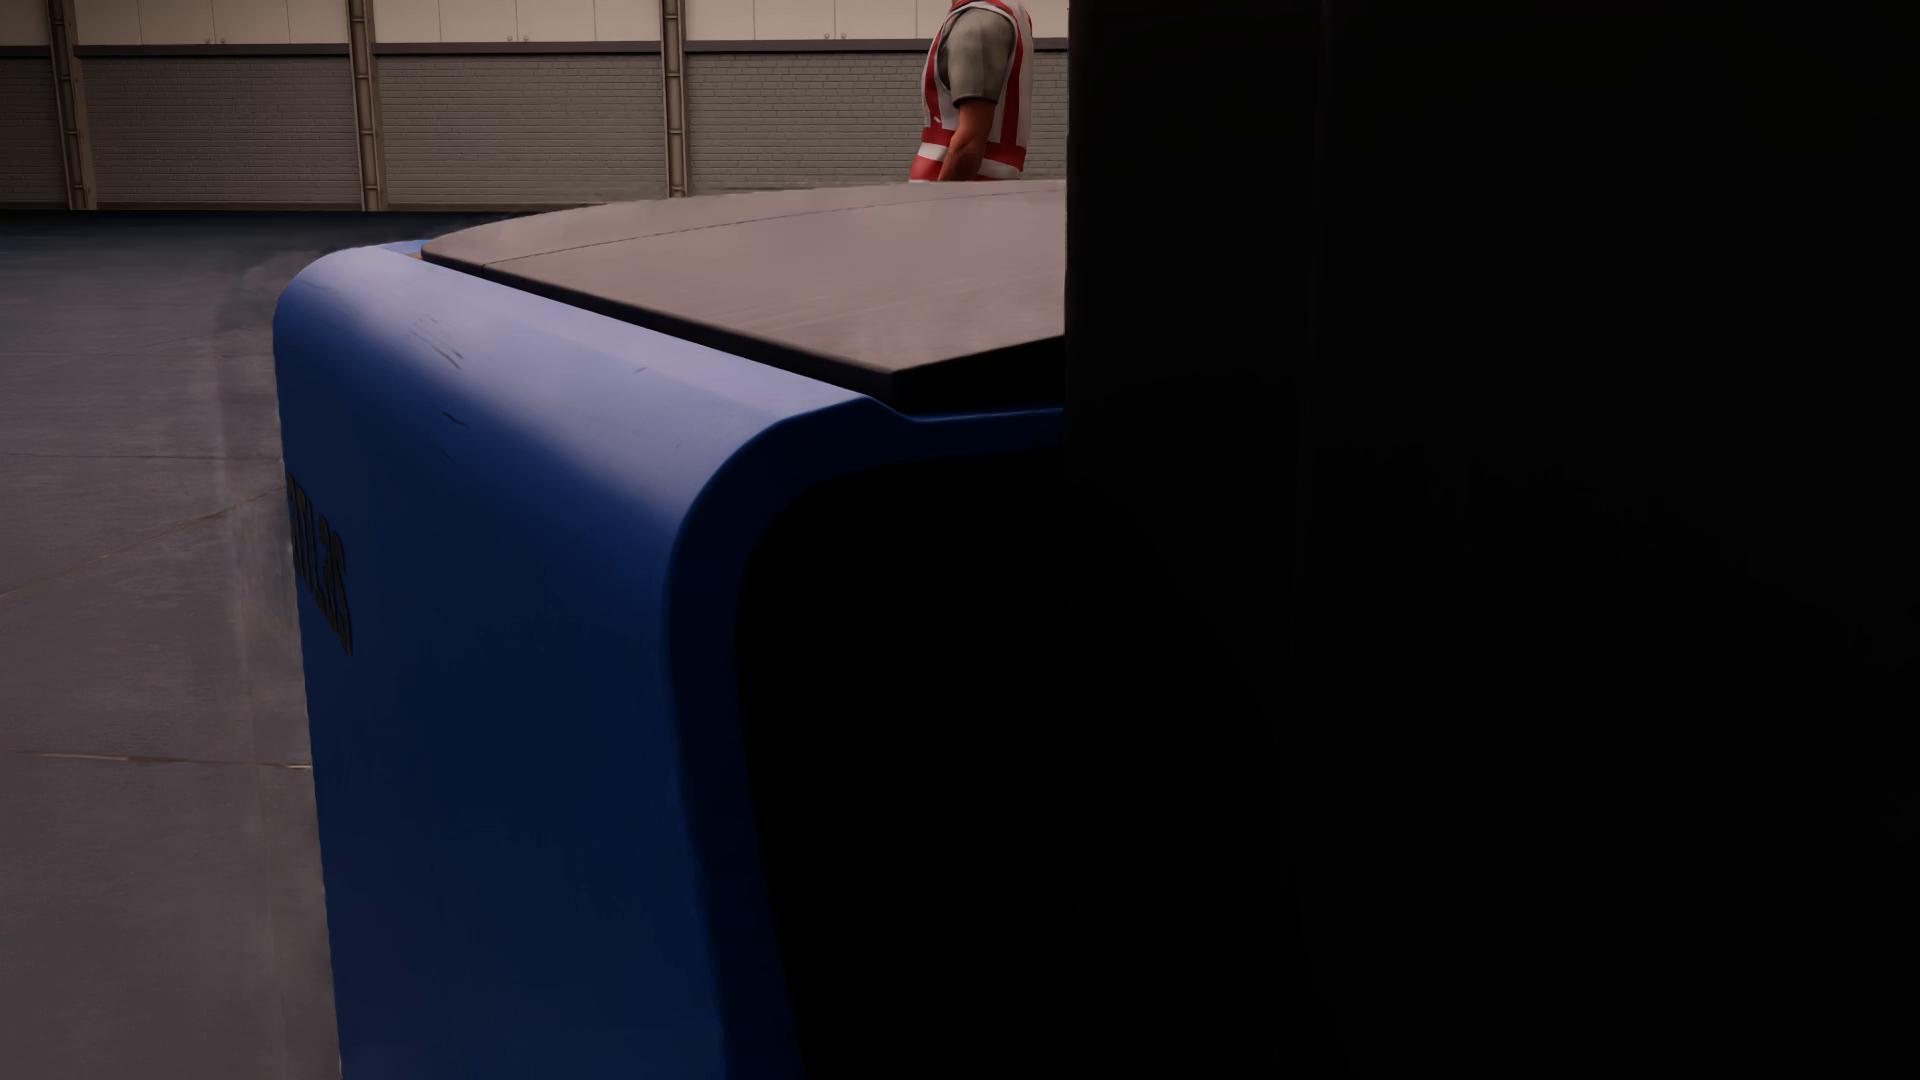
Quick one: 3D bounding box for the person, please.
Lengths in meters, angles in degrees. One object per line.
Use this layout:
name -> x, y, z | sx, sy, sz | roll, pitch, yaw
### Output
person -> -0.078, -0.923, 4.753 | 0.564, 1.787, 0.637 | 2, 13, 7
